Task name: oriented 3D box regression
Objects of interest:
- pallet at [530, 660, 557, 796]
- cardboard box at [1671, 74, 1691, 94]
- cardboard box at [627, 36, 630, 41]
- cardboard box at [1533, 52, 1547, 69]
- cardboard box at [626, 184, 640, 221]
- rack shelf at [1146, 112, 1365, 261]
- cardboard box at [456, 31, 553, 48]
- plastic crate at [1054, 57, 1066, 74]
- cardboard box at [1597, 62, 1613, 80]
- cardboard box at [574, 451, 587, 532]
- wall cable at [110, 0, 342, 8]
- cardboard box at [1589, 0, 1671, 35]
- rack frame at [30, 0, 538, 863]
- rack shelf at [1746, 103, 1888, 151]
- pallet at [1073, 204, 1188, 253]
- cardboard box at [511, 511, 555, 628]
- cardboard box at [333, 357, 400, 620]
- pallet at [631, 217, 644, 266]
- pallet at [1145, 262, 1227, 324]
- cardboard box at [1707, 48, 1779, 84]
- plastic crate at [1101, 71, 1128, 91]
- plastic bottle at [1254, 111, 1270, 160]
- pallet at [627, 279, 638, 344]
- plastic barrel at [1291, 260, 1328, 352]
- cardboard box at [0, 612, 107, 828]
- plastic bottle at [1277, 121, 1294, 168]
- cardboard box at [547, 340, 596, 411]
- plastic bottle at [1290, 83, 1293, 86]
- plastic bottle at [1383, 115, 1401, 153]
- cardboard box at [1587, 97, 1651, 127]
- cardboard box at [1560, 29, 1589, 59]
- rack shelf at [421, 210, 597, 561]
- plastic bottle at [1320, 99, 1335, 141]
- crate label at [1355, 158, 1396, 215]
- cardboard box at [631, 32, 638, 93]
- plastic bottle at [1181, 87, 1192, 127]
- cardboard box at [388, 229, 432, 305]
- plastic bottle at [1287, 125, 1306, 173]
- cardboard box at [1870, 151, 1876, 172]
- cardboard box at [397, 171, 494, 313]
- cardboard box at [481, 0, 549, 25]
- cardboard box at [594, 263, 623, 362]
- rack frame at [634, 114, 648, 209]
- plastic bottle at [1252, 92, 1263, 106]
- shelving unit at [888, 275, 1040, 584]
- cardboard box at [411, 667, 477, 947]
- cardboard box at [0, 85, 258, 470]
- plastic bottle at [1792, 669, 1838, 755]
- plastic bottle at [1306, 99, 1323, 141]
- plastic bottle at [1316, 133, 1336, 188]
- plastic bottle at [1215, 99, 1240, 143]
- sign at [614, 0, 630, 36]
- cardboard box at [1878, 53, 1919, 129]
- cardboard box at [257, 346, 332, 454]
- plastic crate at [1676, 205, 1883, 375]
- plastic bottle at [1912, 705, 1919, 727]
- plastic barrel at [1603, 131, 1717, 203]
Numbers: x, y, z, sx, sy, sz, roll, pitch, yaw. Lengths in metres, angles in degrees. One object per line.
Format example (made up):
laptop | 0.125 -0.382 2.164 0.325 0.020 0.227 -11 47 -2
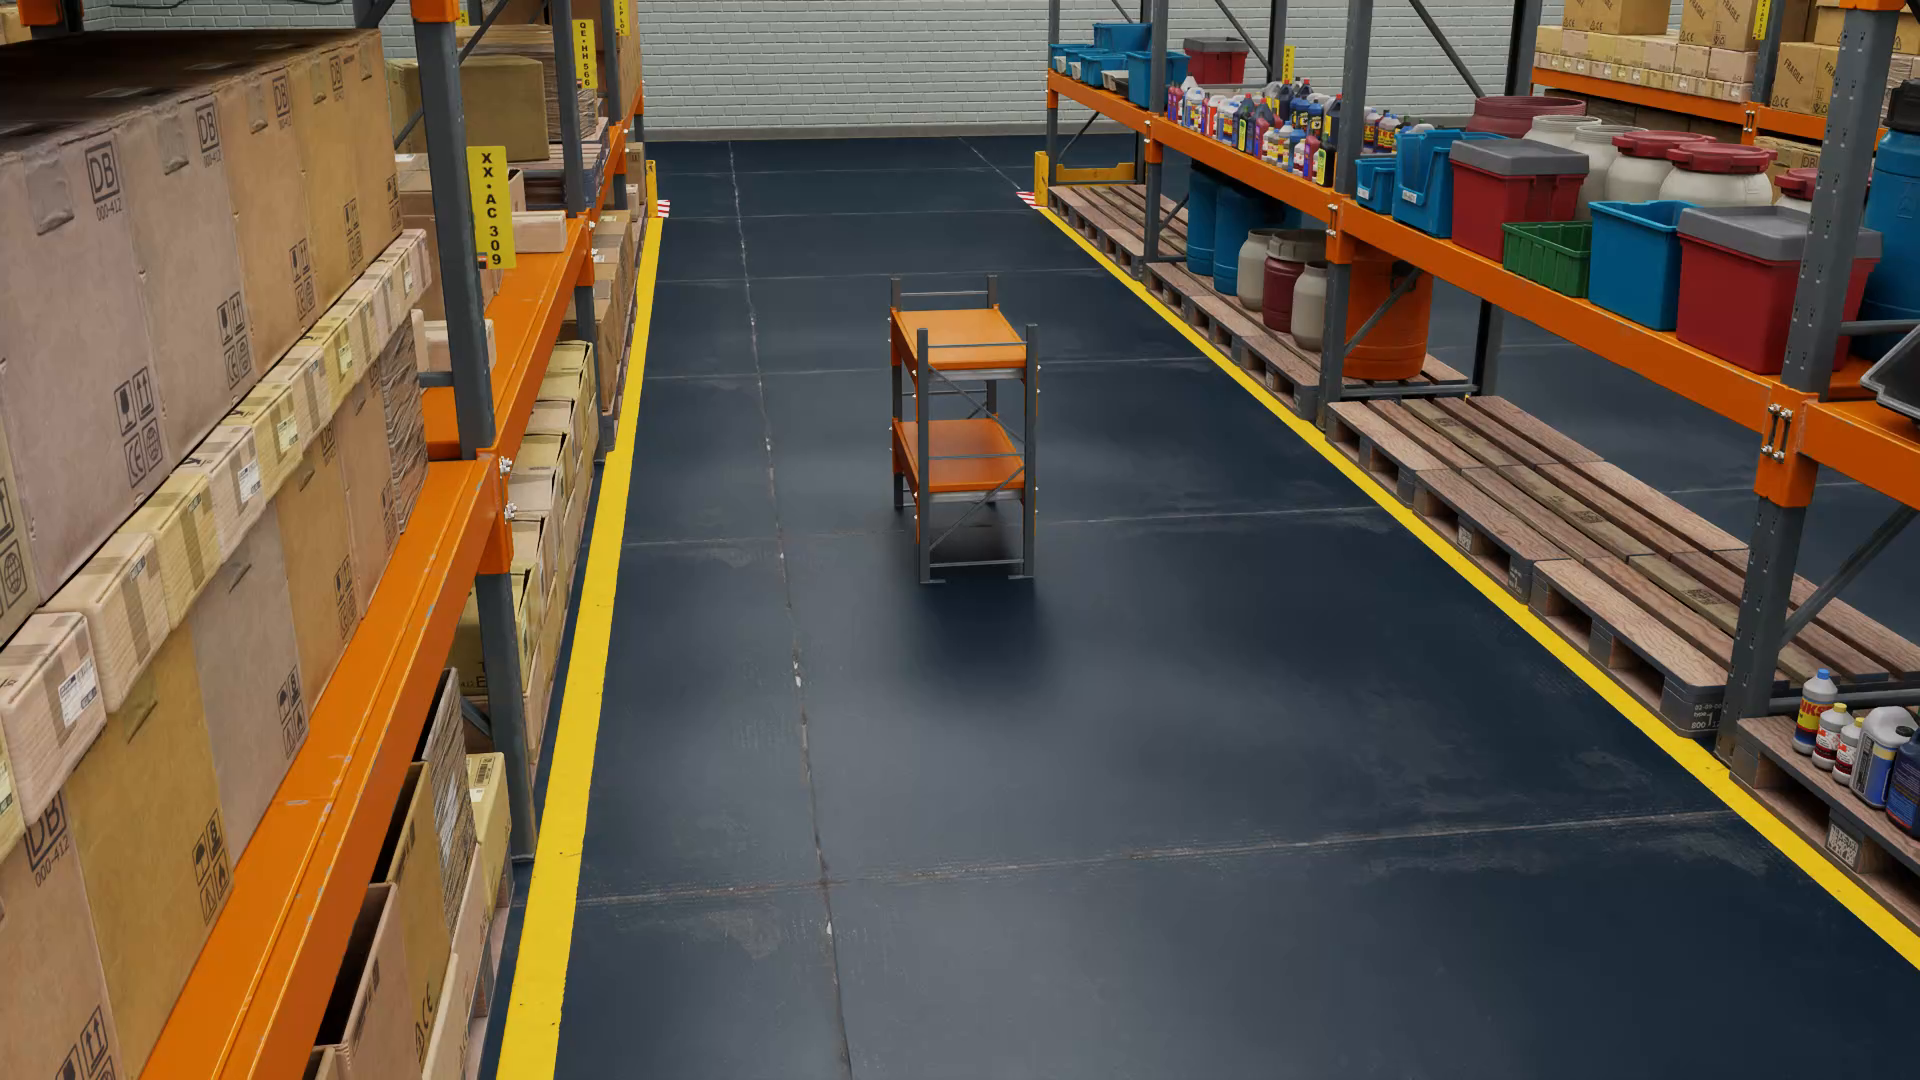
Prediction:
pallet | -1.950 0.635 5.715 1.003 0.211 1.213 -3 21 -8
cardboard box | 6.366 -3.925 14.297 0.380 0.149 0.250 -3 21 -7
cardboard box | -2.896 -4.238 13.203 0.500 0.500 0.500 -4 21 -9
cardboard box | 5.993 -4.814 16.678 0.380 0.149 0.250 -3 21 -7
cardboard box | -3.106 -2.985 14.722 0.500 0.250 0.500 -3 21 -8
rack shelf | 2.232 -2.407 10.903 1.077 0.370 4.000 -3 21 -8
cardboard box | -2.950 -3.022 10.777 0.700 0.500 0.500 0 20 1
plastic crate | 1.041 -4.509 15.793 0.250 0.136 0.298 -3 21 -8
cardboard box | 6.181 -4.369 15.487 0.380 0.149 0.250 -3 21 -8
cardboard box | -1.917 -0.190 7.267 0.500 0.250 0.500 -2 21 -7
wall cable | -8.898 -7.654 19.786 3.097 2.526 0.112 -3 21 -8
cardboard box | 6.223 -4.960 15.427 0.500 0.500 0.500 -3 21 -9
rack frame | -1.805 -0.419 4.550 1.000 3.000 0.127 -3 21 -8
rack shelf | 7.133 -2.657 11.572 1.077 0.370 4.000 -3 21 -8
pallet | 1.620 -2.807 14.929 1.003 0.211 1.213 -3 21 -8
cardboard box | -1.685 0.081 5.741 0.500 0.311 0.500 -3 21 -8
cardboard box | -1.653 -0.130 3.634 0.700 0.500 0.500 -3 21 -8
pallet | -3.236 -2.543 14.224 1.003 0.211 1.213 -3 21 -8
pallet | 2.014 -1.861 12.398 1.003 0.211 1.213 -3 21 -8
cardboard box | 6.522 -3.895 13.648 0.500 0.250 0.500 -3 21 -9
plastic crate | 1.395 -3.929 14.241 0.293 0.136 0.466 -3 21 -8
plastic bottle | 1.875 -2.512 10.320 0.061 0.283 0.133 -3 21 -8
pallet | -2.804 -1.602 11.705 1.003 0.211 1.213 -3 21 -8
plastic barrel | 2.263 -1.443 10.248 0.421 0.512 0.421 0 20 0
cardboard box | -1.182 0.204 1.814 0.380 0.149 0.250 -3 21 -9
plastic bottle | 1.952 -2.366 9.947 0.097 0.271 0.097 0 20 0
cardboard box | -2.063 -0.806 8.115 0.500 0.311 0.500 -2 21 -6
plastic bottle | 2.399 -3.184 12.122 0.061 0.283 0.133 -3 21 -8
plastic bottle | 2.669 -2.486 10.268 0.097 0.271 0.097 0 20 0
cardboard box | 6.571 -3.740 15.880 0.875 0.875 0.875 -3 21 -8
cardboard box | 6.152 -4.781 16.020 0.500 0.250 0.500 -3 21 -8
rack shelf | -2.093 -0.774 6.530 1.077 0.370 4.000 -3 21 -8
plastic bottle | 2.499 -2.831 11.185 0.152 0.276 0.135 -3 21 -8
crate label | 2.210 -1.809 8.511 0.303 0.233 0.416 -3 21 -8
cardboard box | -3.056 -4.126 14.334 0.500 0.500 0.500 -3 21 -7
plastic bottle | 1.642 -3.109 11.938 0.097 0.271 0.097 0 20 0
cardboard box | -1.554 -0.686 4.196 0.380 0.149 0.250 -3 21 -8
plastic bottle | 1.980 -2.298 9.767 0.097 0.271 0.097 0 20 0
cardboard box | 7.087 -2.358 12.180 1.225 0.875 0.875 -4 21 -10
cardboard box | -2.048 -1.088 6.199 0.500 0.500 0.500 -3 21 -8
cardboard box | -3.287 -3.866 12.207 0.500 0.500 0.500 -3 21 -7
cardboard box | -2.313 -1.366 10.029 0.500 0.500 0.500 -3 21 -8
rack frame | -3.535 -4.573 15.674 1.000 3.000 0.127 -3 21 -8
plastic bottle | 2.200 -3.211 12.310 0.097 0.201 0.097 0 20 0
shelving unit | -0.001 -0.529 7.526 0.538 1.125 1.048 -3 21 -8
cardboard box | -1.462 0.645 3.961 0.500 0.500 0.500 -3 21 -8
cardboard box | -1.518 -0.399 2.499 0.700 0.500 0.500 -3 21 -8
plastic bottle | 2.709 0.537 5.261 0.097 0.271 0.097 0 20 0
plastic bottle | 2.378 -2.816 11.152 0.097 0.271 0.097 0 20 0
plastic bottle | 2.040 -2.116 9.261 0.061 0.283 0.133 -3 21 -8
plastic bottle | 1.800 -2.798 11.099 0.152 0.276 0.135 -3 21 -8
sign | -2.410 -3.760 11.841 0.100 0.325 0.005 -3 21 -8
cardboard box | 6.809 -3.214 11.892 0.500 0.500 0.500 -3 21 -9
cardboard box | -1.372 -0.246 3.018 0.380 0.149 0.250 -2 21 -6
plastic crate | 2.724 -0.849 5.611 0.402 0.464 0.583 -3 21 -8
plastic bottle | 2.888 0.637 4.978 0.061 0.283 0.133 -3 21 -8
plastic barrel | 3.008 -1.477 7.189 0.433 0.535 0.433 0 20 0
